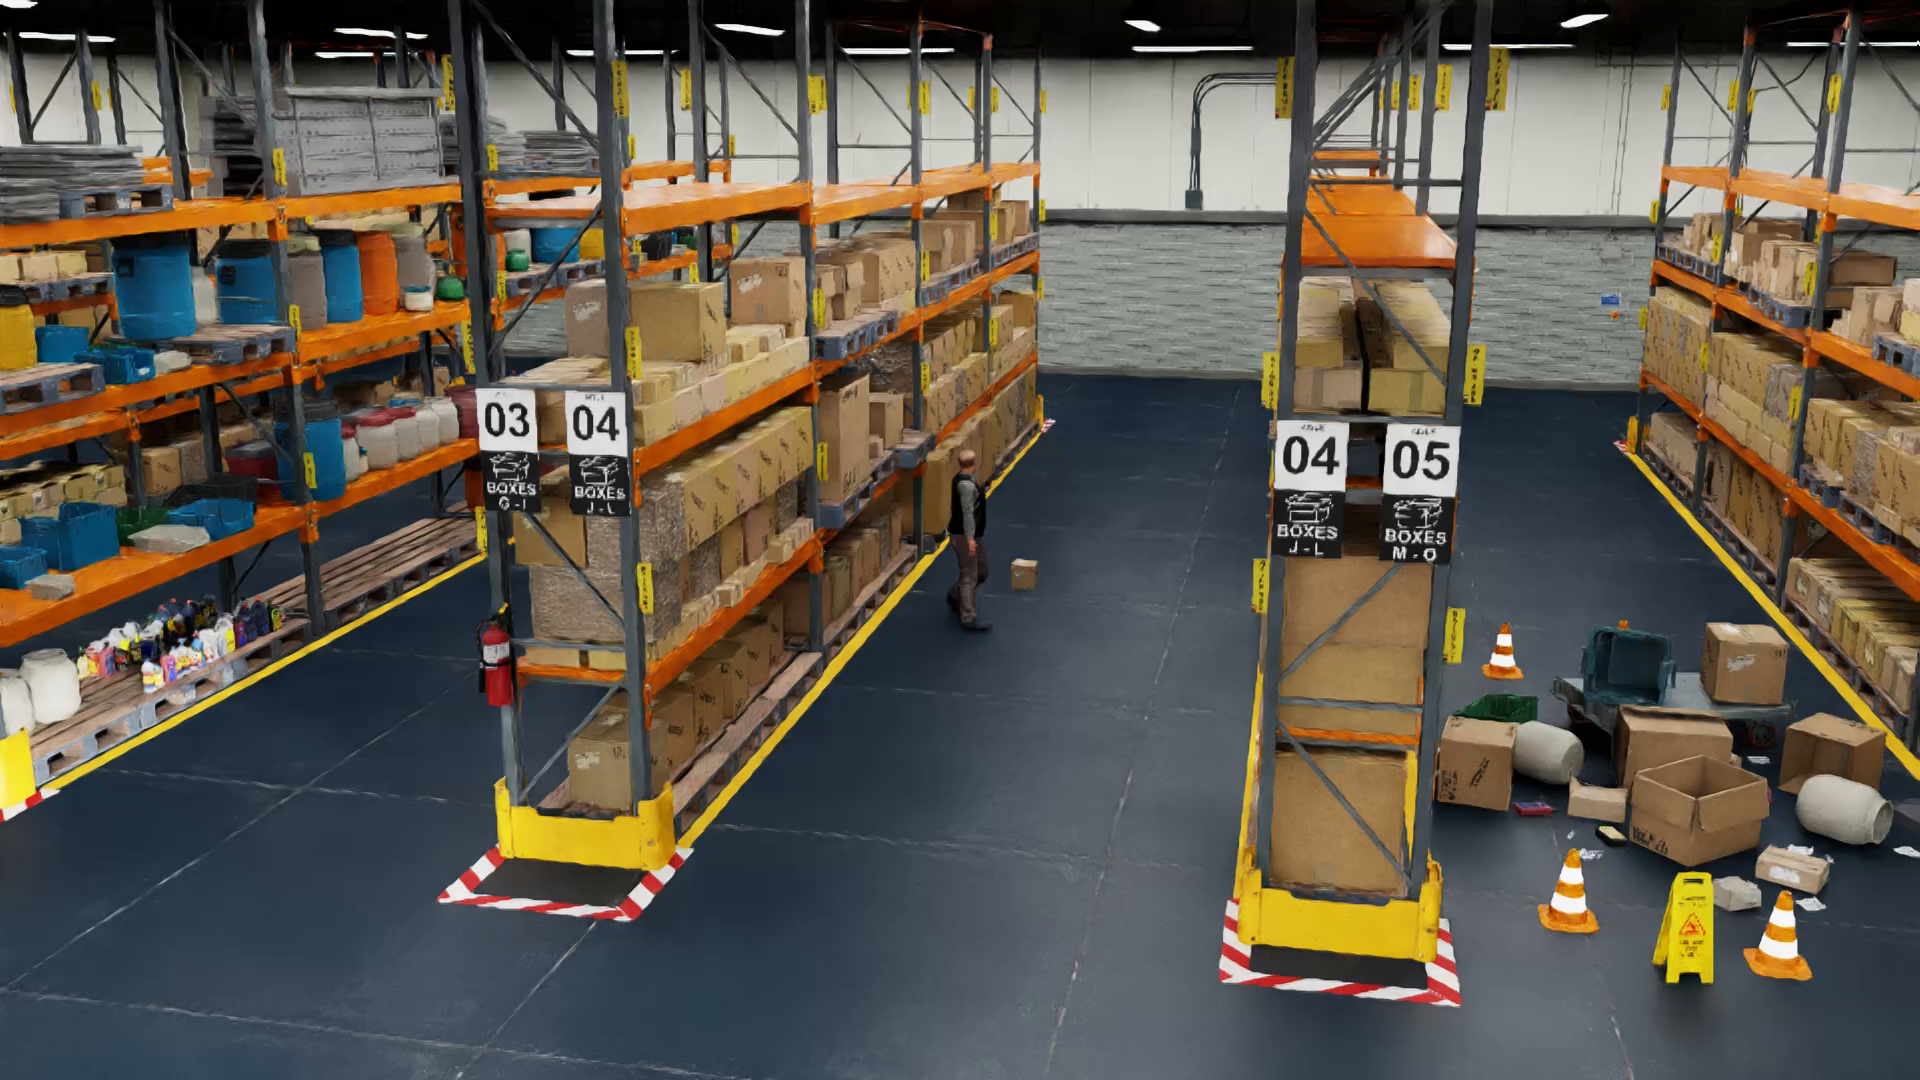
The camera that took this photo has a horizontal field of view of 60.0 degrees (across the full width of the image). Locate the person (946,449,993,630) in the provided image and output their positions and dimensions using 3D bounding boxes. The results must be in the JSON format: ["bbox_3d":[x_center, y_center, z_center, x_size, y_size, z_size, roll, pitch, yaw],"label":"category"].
[{"bbox_3d":[0.090,-0.023,16.199,0.502,1.689,0.673,1,15,5],"label":"person"}]
